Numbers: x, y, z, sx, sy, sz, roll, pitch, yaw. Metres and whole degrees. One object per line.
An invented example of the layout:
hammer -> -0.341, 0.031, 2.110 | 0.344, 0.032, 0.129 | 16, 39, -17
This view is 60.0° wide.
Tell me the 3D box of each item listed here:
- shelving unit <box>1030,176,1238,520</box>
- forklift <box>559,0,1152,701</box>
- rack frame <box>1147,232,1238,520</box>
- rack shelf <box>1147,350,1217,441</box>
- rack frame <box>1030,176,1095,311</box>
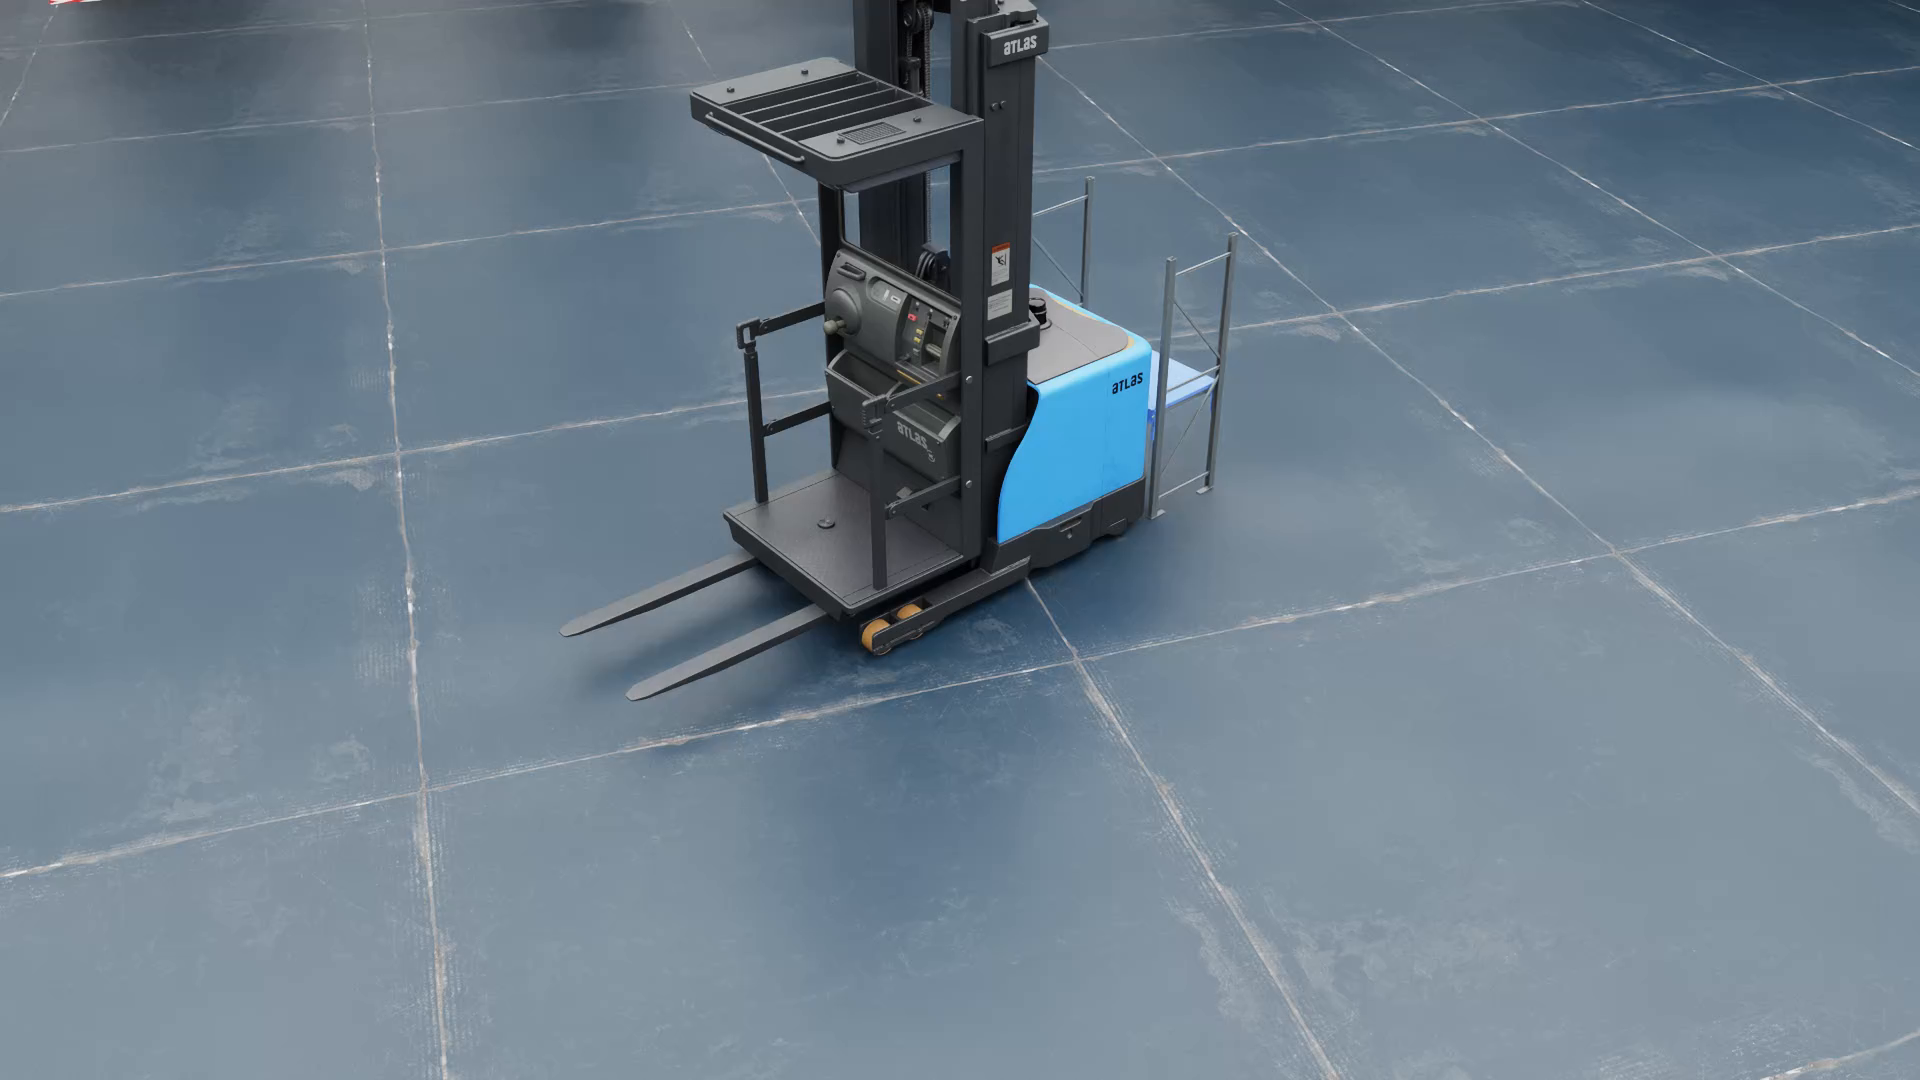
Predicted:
shelving unit -> 0.867, -1.040, 8.963 | 0.538, 1.500, 1.048 | -26, 41, -33
forklift -> -0.482, -1.004, 7.611 | 3.031, 2.935, 1.130 | -24, 41, -32
rack frame -> 1.203, -0.830, 8.645 | 0.500, 1.500, 0.032 | -26, 41, -33
rack shelf -> 0.867, -0.890, 9.062 | 0.538, 0.185, 1.000 | -26, 41, -33
rack frame -> 0.531, -1.250, 9.281 | 0.500, 1.500, 0.032 | -26, 41, -33
